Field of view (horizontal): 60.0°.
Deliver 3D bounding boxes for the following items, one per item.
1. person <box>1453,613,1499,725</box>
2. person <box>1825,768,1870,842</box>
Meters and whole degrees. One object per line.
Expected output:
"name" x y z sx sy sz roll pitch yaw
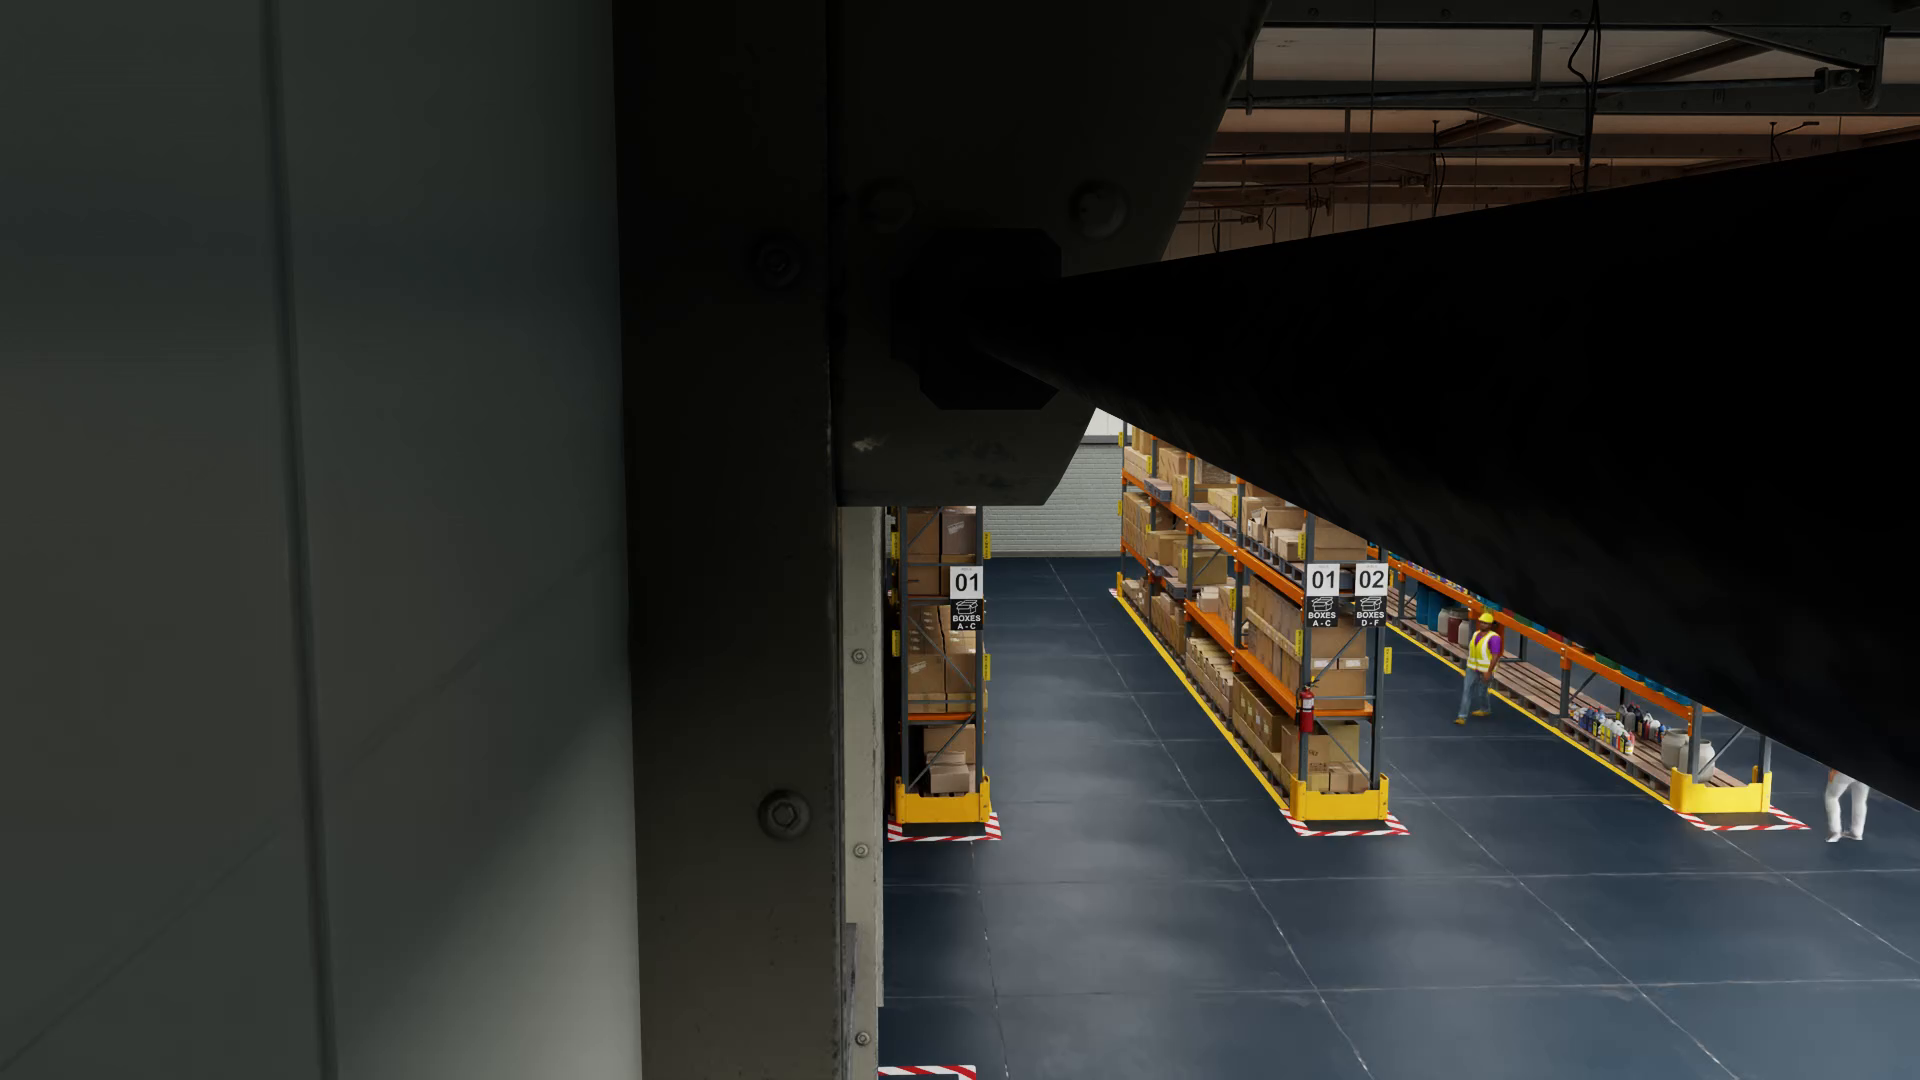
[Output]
"person" 7.887 1.954 25.165 0.569 1.718 0.971 6 10 38
"person" 10.572 2.771 19.718 0.543 1.667 0.467 0 8 2
